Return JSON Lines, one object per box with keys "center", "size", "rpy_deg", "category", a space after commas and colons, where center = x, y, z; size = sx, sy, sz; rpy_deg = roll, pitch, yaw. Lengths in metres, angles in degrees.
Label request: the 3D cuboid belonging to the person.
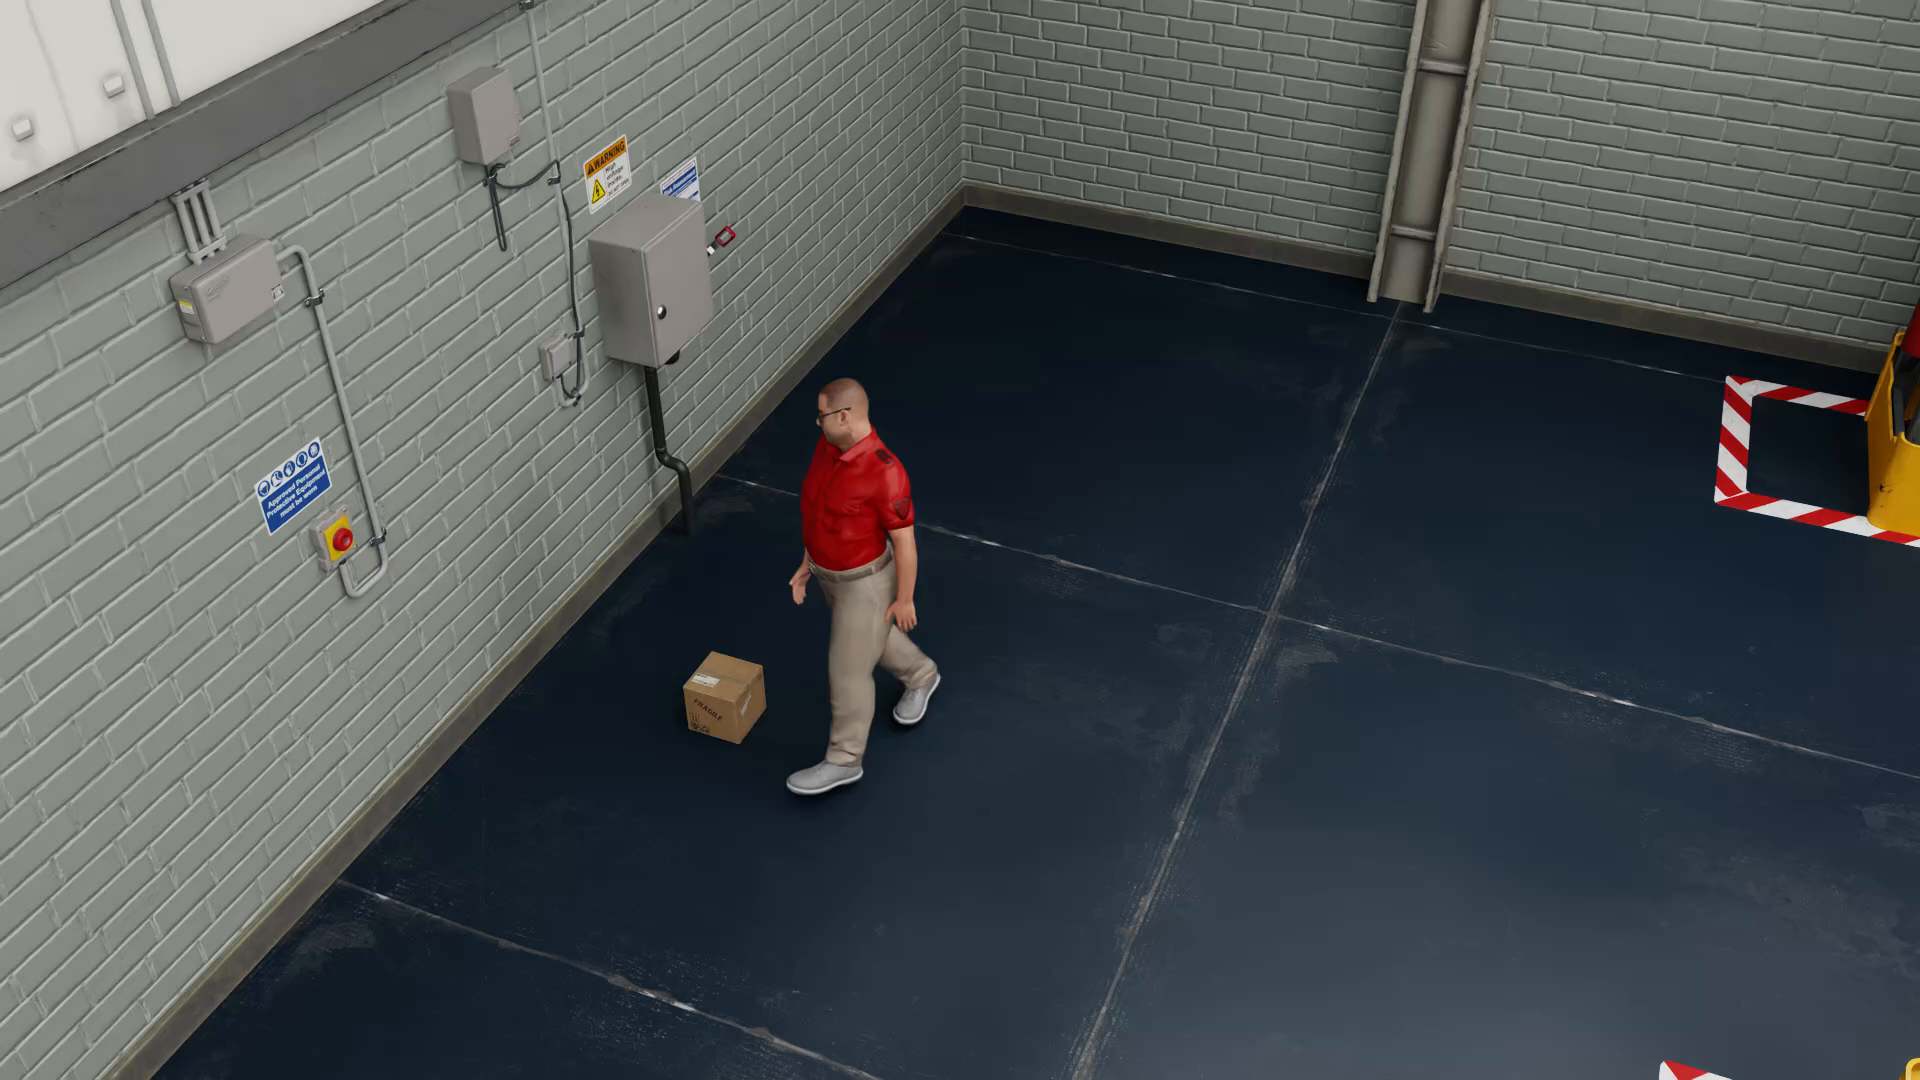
{"center": [-0.442, 0.148, 6.653], "size": [0.877, 1.662, 0.596], "rpy_deg": [-22, 42, -26], "category": "person"}
